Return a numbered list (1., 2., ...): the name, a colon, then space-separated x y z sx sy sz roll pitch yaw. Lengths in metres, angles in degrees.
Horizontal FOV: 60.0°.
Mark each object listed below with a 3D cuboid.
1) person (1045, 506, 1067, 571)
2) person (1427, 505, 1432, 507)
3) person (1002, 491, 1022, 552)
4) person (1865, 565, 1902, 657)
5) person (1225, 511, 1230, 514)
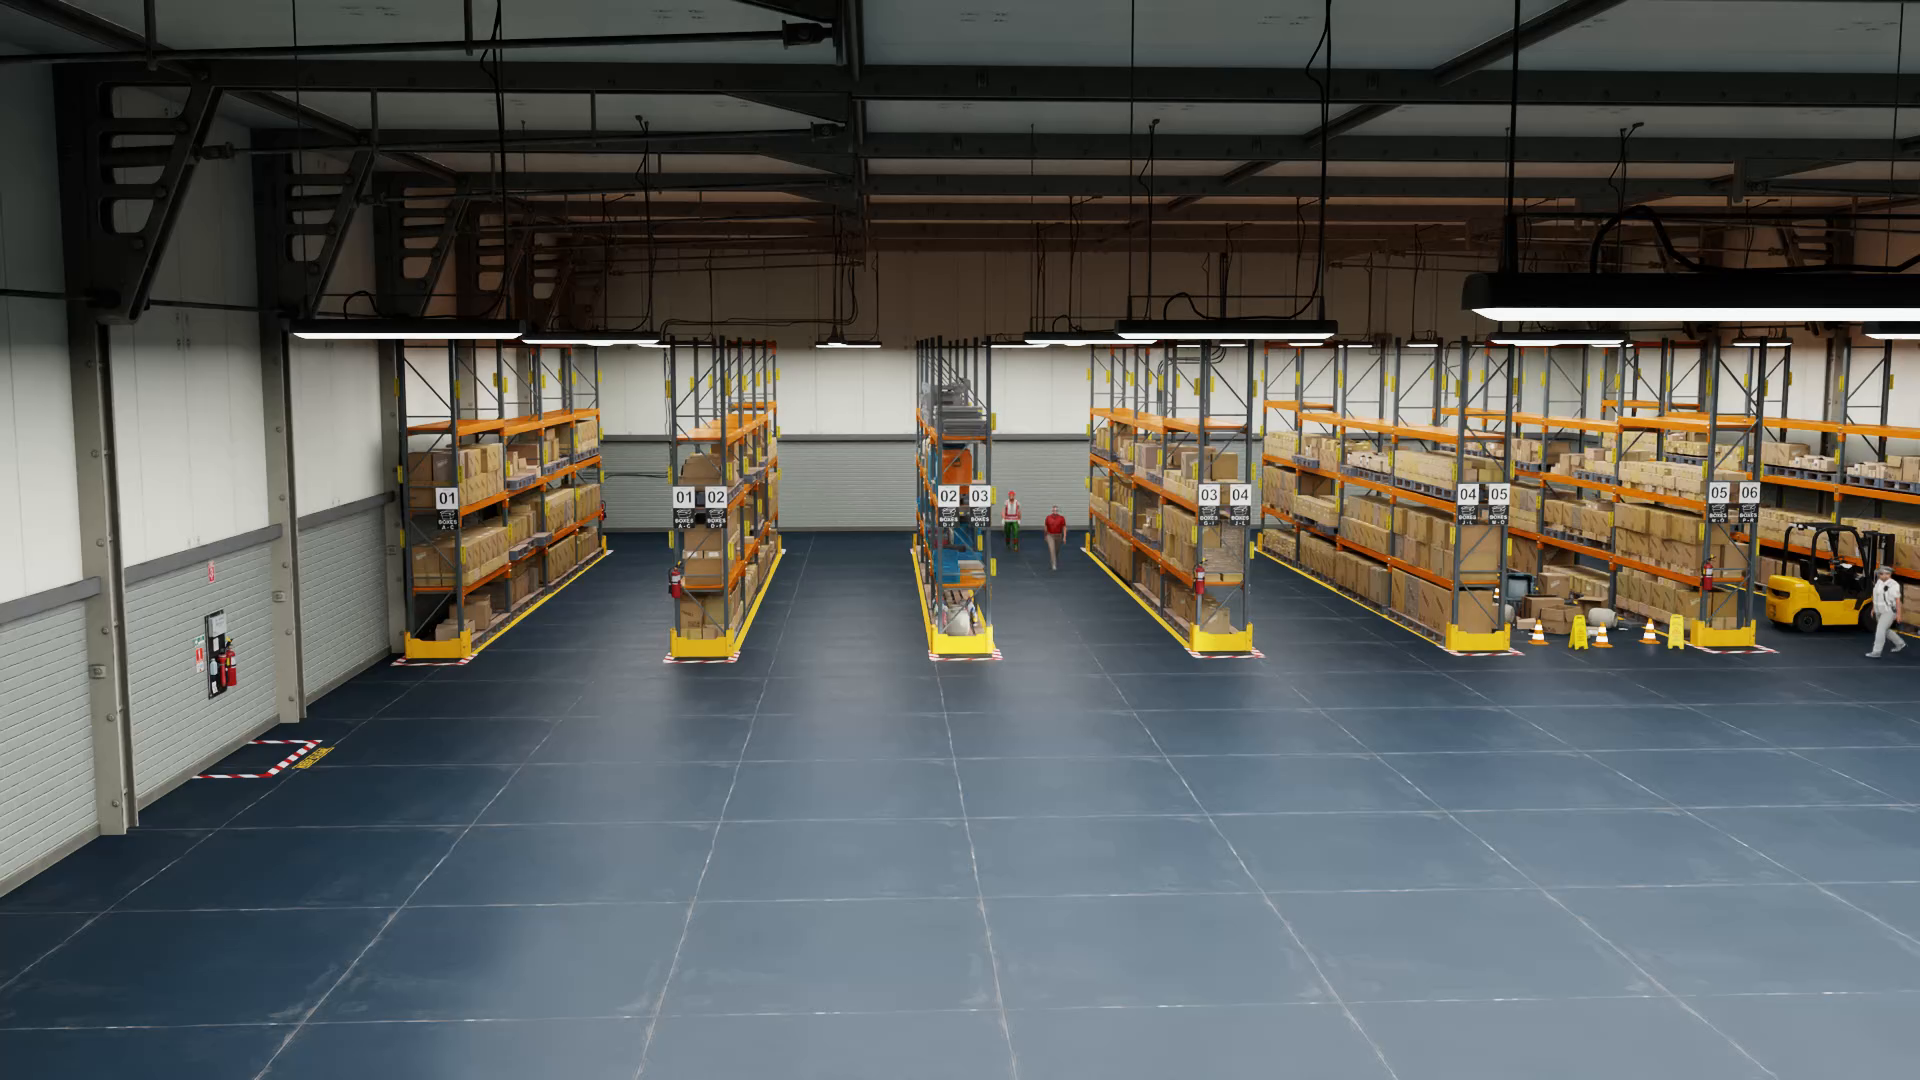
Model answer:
1. person: 2.531 -0.059 43.530 0.512 1.666 1.091 -1 7 -13
2. person: 12.630 -0.076 44.478 0.479 1.584 0.543 -5 8 -39
3. person: 1.482 -0.538 47.487 0.589 1.736 1.095 -1 7 -5
4. person: 17.336 1.315 31.138 0.902 1.729 0.555 -2 7 -13
5. person: 7.934 -0.709 49.751 0.465 1.534 0.925 1 7 11
